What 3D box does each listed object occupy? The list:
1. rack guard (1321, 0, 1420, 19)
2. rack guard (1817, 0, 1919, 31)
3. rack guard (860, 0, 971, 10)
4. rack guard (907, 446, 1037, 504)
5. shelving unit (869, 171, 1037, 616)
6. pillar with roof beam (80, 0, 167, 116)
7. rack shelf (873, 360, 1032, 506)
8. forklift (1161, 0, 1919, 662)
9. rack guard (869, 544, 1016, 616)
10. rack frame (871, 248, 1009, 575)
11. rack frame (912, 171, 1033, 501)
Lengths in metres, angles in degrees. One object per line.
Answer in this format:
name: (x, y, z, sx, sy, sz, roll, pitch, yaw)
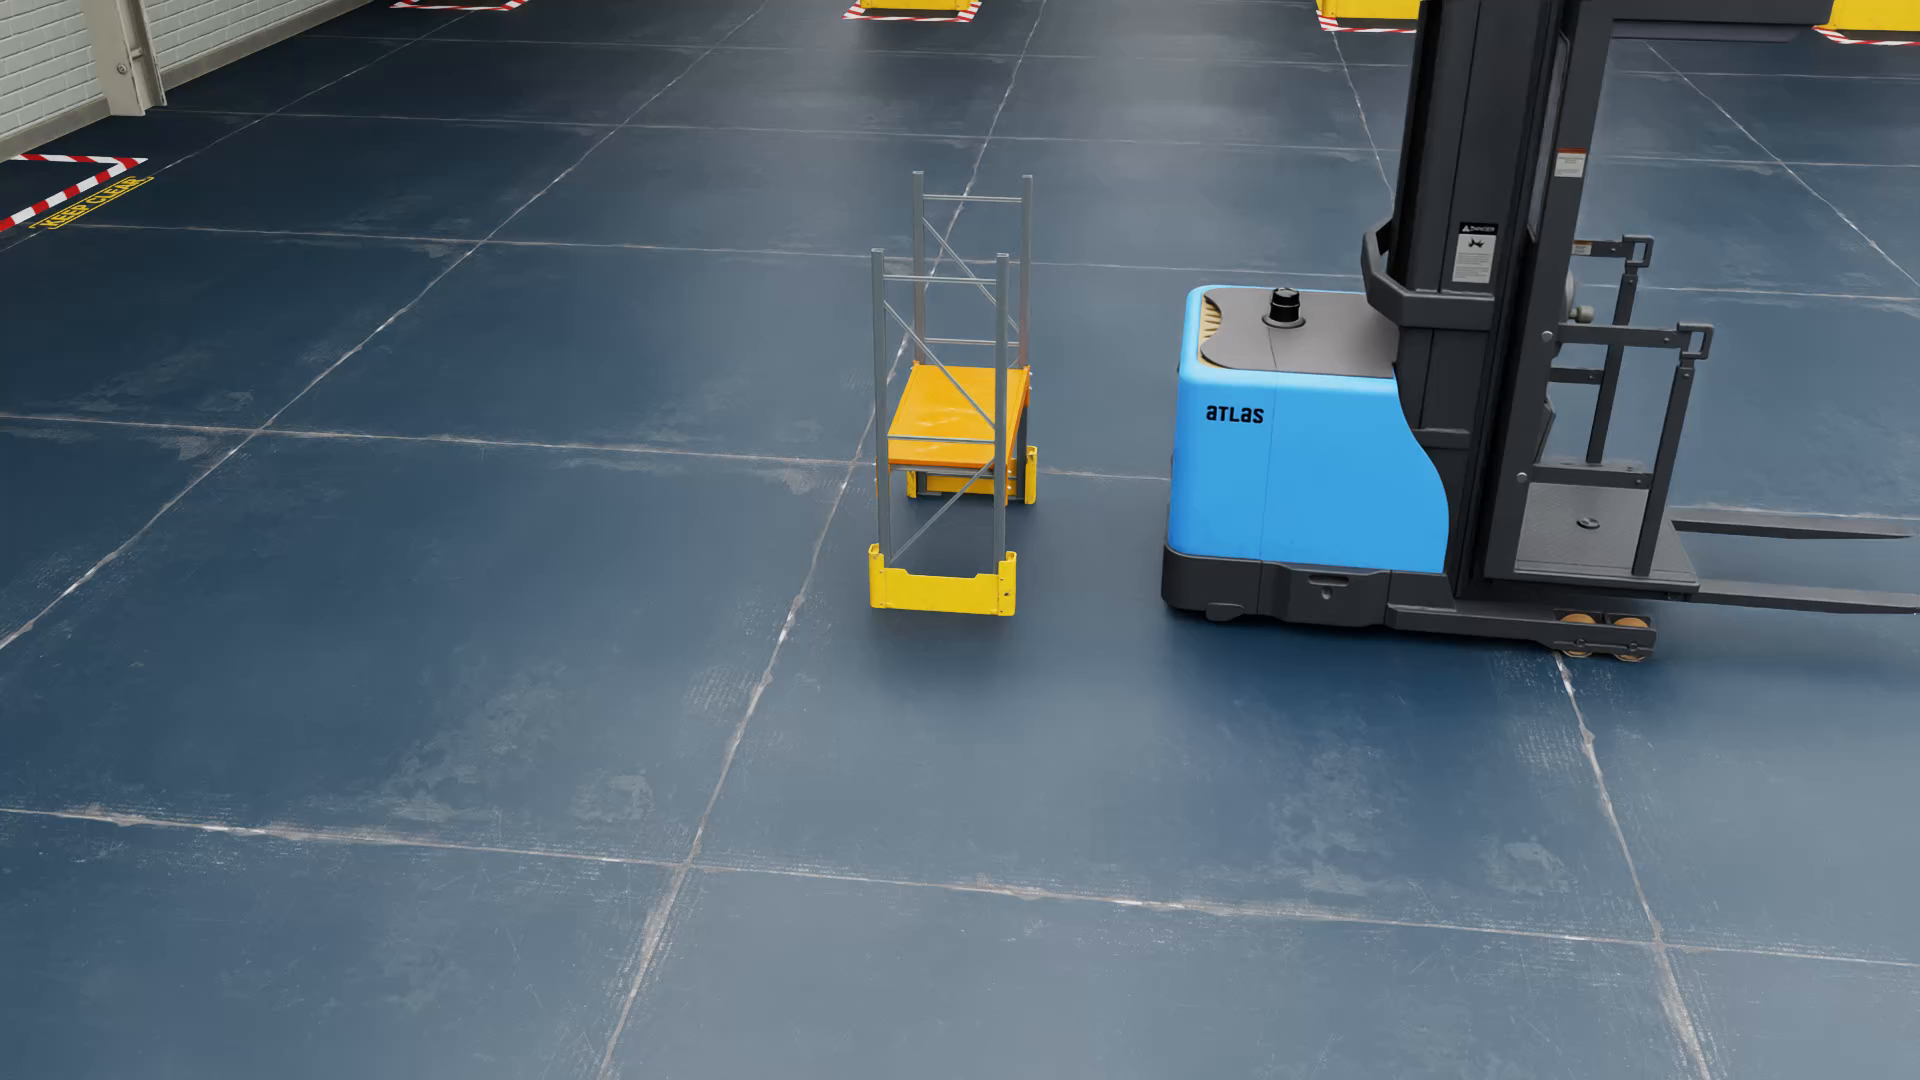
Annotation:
rack guard: (4.401, -5.740, 17.378, 1.175, 0.500, 0.348, 3, 28, 6)
rack guard: (9.363, -5.450, 16.839, 1.175, 0.500, 0.348, 3, 28, 6)
rack guard: (-0.480, -5.980, 17.823, 1.175, 0.500, 0.348, 3, 28, 6)
rack guard: (0.052, -0.309, 7.559, 0.587, 0.250, 0.087, 3, 28, 6)
shelving unit: (-0.009, -0.624, 6.828, 0.587, 1.500, 1.083, 3, 28, 6)
pillar with roof beam: (-2.630, -7.324, 11.358, 9.100, 9.000, 0.400, 3, 28, 6)
rack shelf: (-0.010, -0.462, 6.905, 0.538, 0.185, 1.000, 3, 28, 6)
forklift: (2.370, -1.095, 6.192, 3.031, 2.935, 1.130, 4, 29, 8)
rack guard: (-0.070, 0.160, 6.689, 0.587, 0.250, 0.087, 3, 28, 6)
rack frame: (-0.073, -0.381, 6.376, 0.500, 1.500, 0.032, 3, 28, 6)
rack frame: (0.052, -0.859, 7.264, 0.500, 1.500, 0.032, 3, 28, 6)
